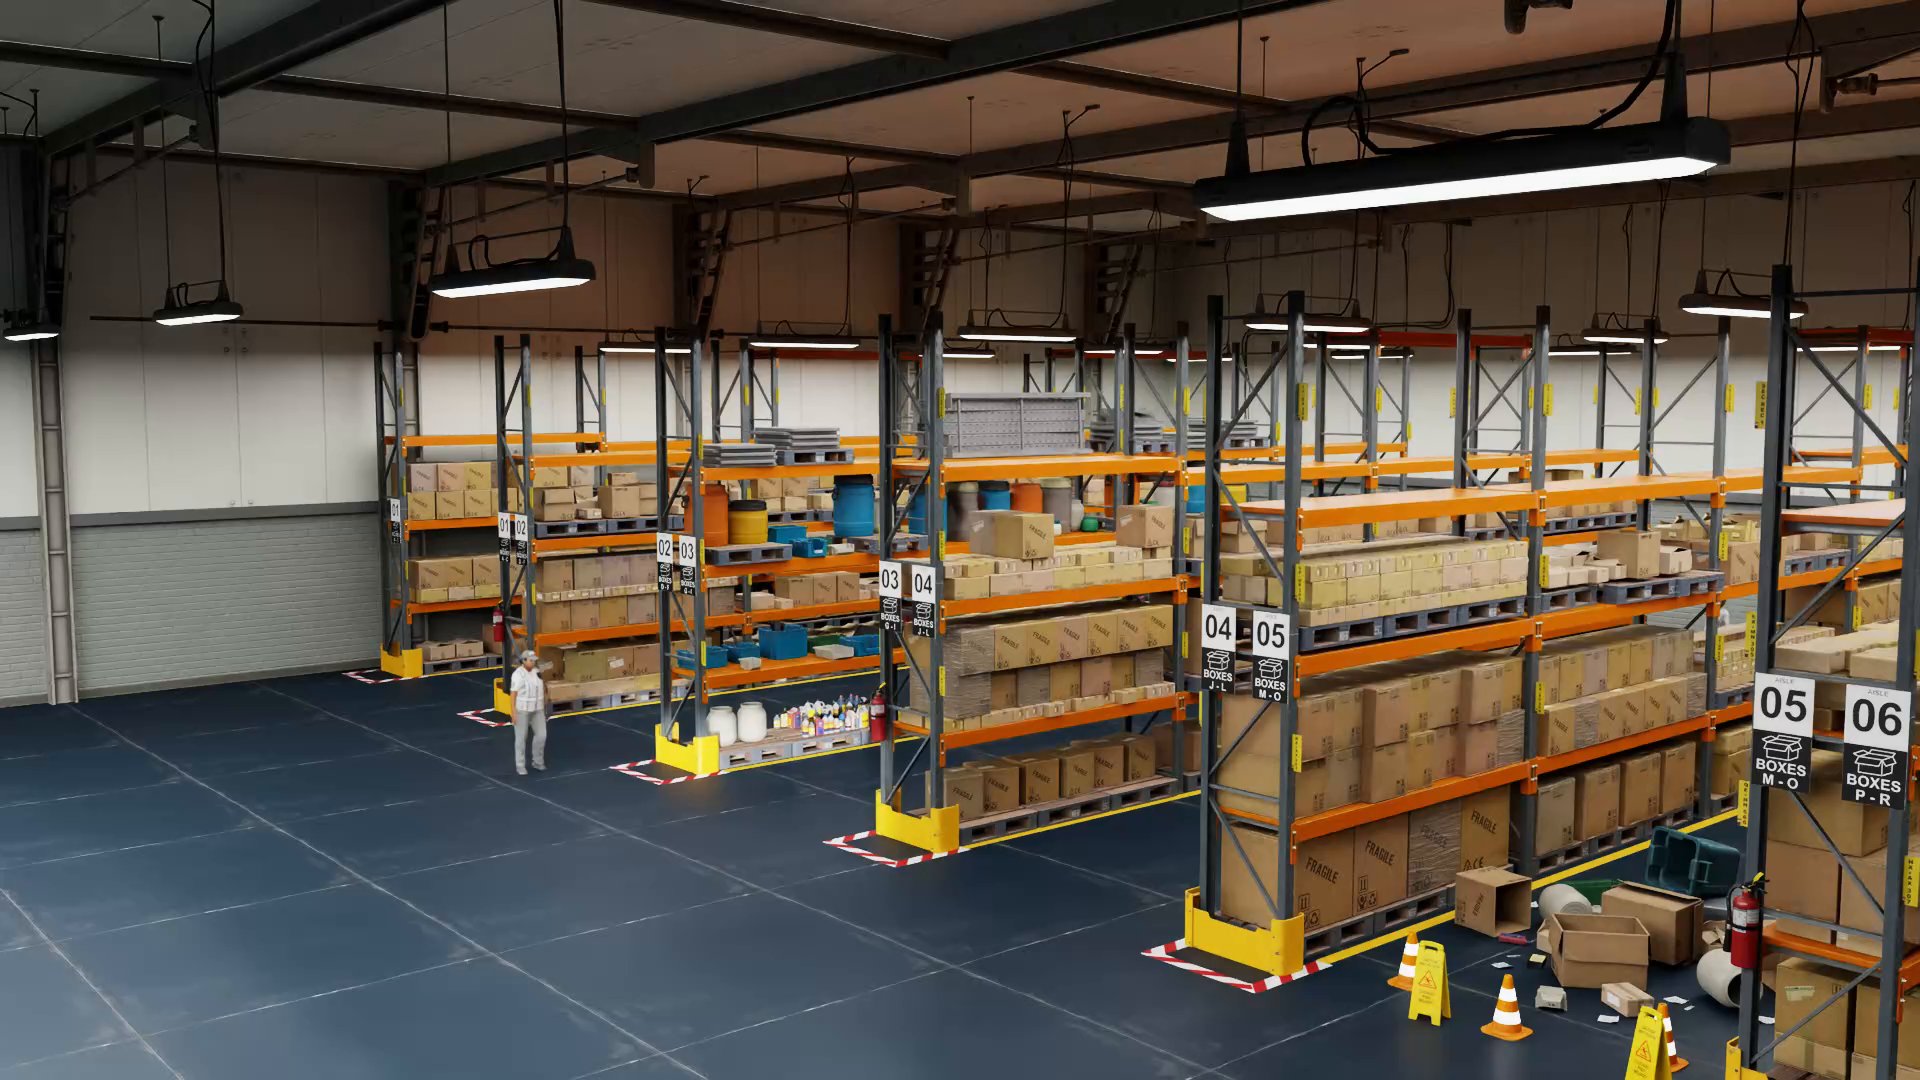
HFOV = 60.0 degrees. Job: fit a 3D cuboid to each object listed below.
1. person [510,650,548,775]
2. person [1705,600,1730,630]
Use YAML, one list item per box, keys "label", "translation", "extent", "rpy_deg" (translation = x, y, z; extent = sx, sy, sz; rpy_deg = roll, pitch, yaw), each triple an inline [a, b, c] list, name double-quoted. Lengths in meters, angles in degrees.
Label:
- label: "person"
  translation: [-5.826, 2.343, 22.421]
  extent: [0.417, 1.746, 0.565]
  rpy_deg: [4, 7, 37]
- label: "person"
  translation: [13.220, 1.731, 29.037]
  extent: [0.462, 1.566, 0.688]
  rpy_deg: [4, 7, 37]
